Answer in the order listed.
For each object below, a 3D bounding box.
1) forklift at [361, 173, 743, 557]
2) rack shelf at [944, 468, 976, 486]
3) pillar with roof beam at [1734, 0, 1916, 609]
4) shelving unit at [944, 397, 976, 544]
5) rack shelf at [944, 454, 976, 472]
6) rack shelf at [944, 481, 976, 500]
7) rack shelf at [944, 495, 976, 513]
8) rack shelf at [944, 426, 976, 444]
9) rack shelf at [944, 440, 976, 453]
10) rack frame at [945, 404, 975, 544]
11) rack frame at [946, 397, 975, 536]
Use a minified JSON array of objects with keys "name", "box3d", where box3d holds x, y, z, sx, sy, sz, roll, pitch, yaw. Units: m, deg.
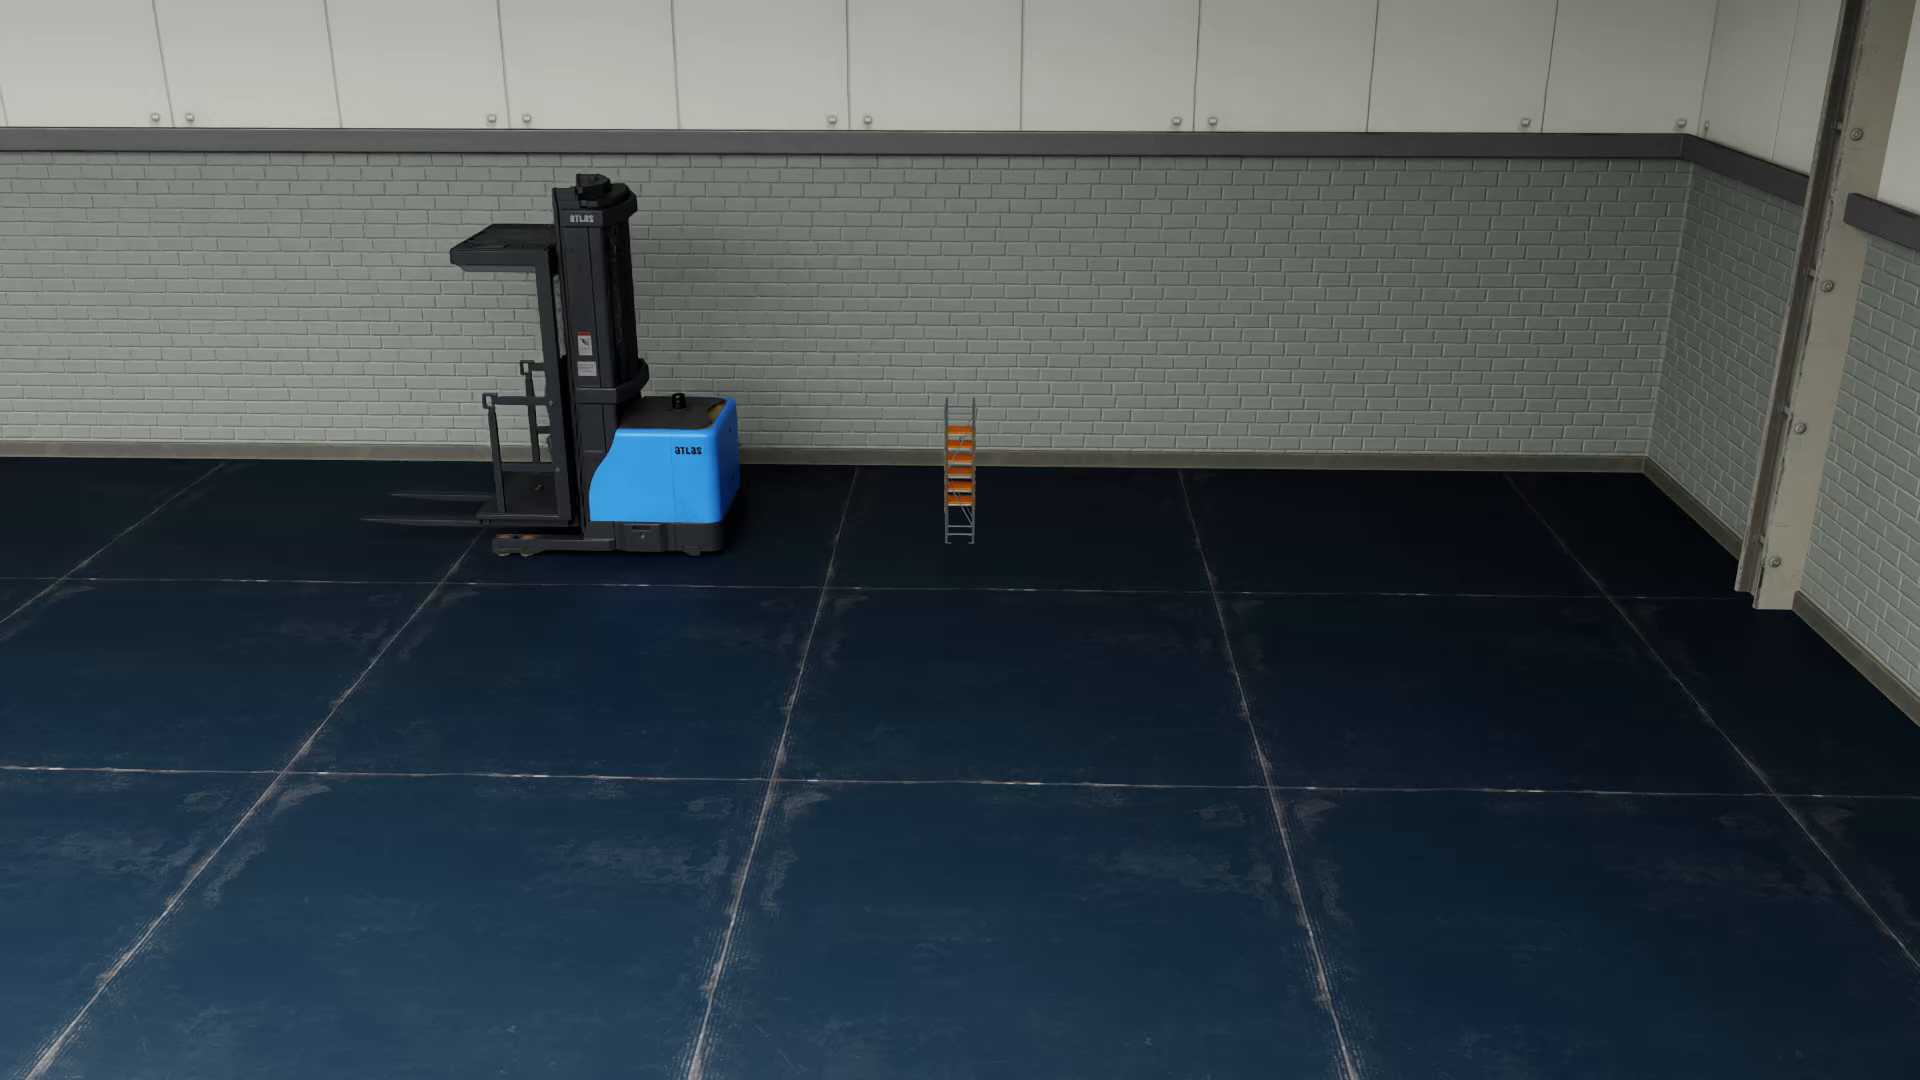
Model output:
[{"name":"forklift","box3d":[-3.394,-1.422,13.436,3.031,2.935,1.130,1,21,3]},{"name":"rack shelf","box3d":[0.000,-0.523,13.635,0.258,0.103,0.180,1,21,2]},{"name":"pillar with roof beam","box3d":[1.827,-3.795,11.162,9.100,9.000,0.400,1,21,2]},{"name":"shelving unit","box3d":[0.000,-0.565,13.619,0.258,1.200,0.189,1,21,2]},{"name":"rack shelf","box3d":[0.000,-0.635,13.591,0.258,0.103,0.180,1,21,2]},{"name":"rack shelf","box3d":[0.000,-0.411,13.678,0.258,0.103,0.180,1,21,2]},{"name":"rack shelf","box3d":[0.000,-0.299,13.722,0.258,0.103,0.180,1,21,2]},{"name":"rack shelf","box3d":[0.000,-0.859,13.505,0.258,0.103,0.180,1,21,2]},{"name":"rack shelf","box3d":[0.000,-0.747,13.548,0.258,0.103,0.180,1,21,2]},{"name":"rack frame","box3d":[-0.002,-0.532,13.533,0.240,1.200,0.006,1,21,2]},{"name":"rack frame","box3d":[0.003,-0.598,13.704,0.240,1.200,0.006,1,21,2]}]
